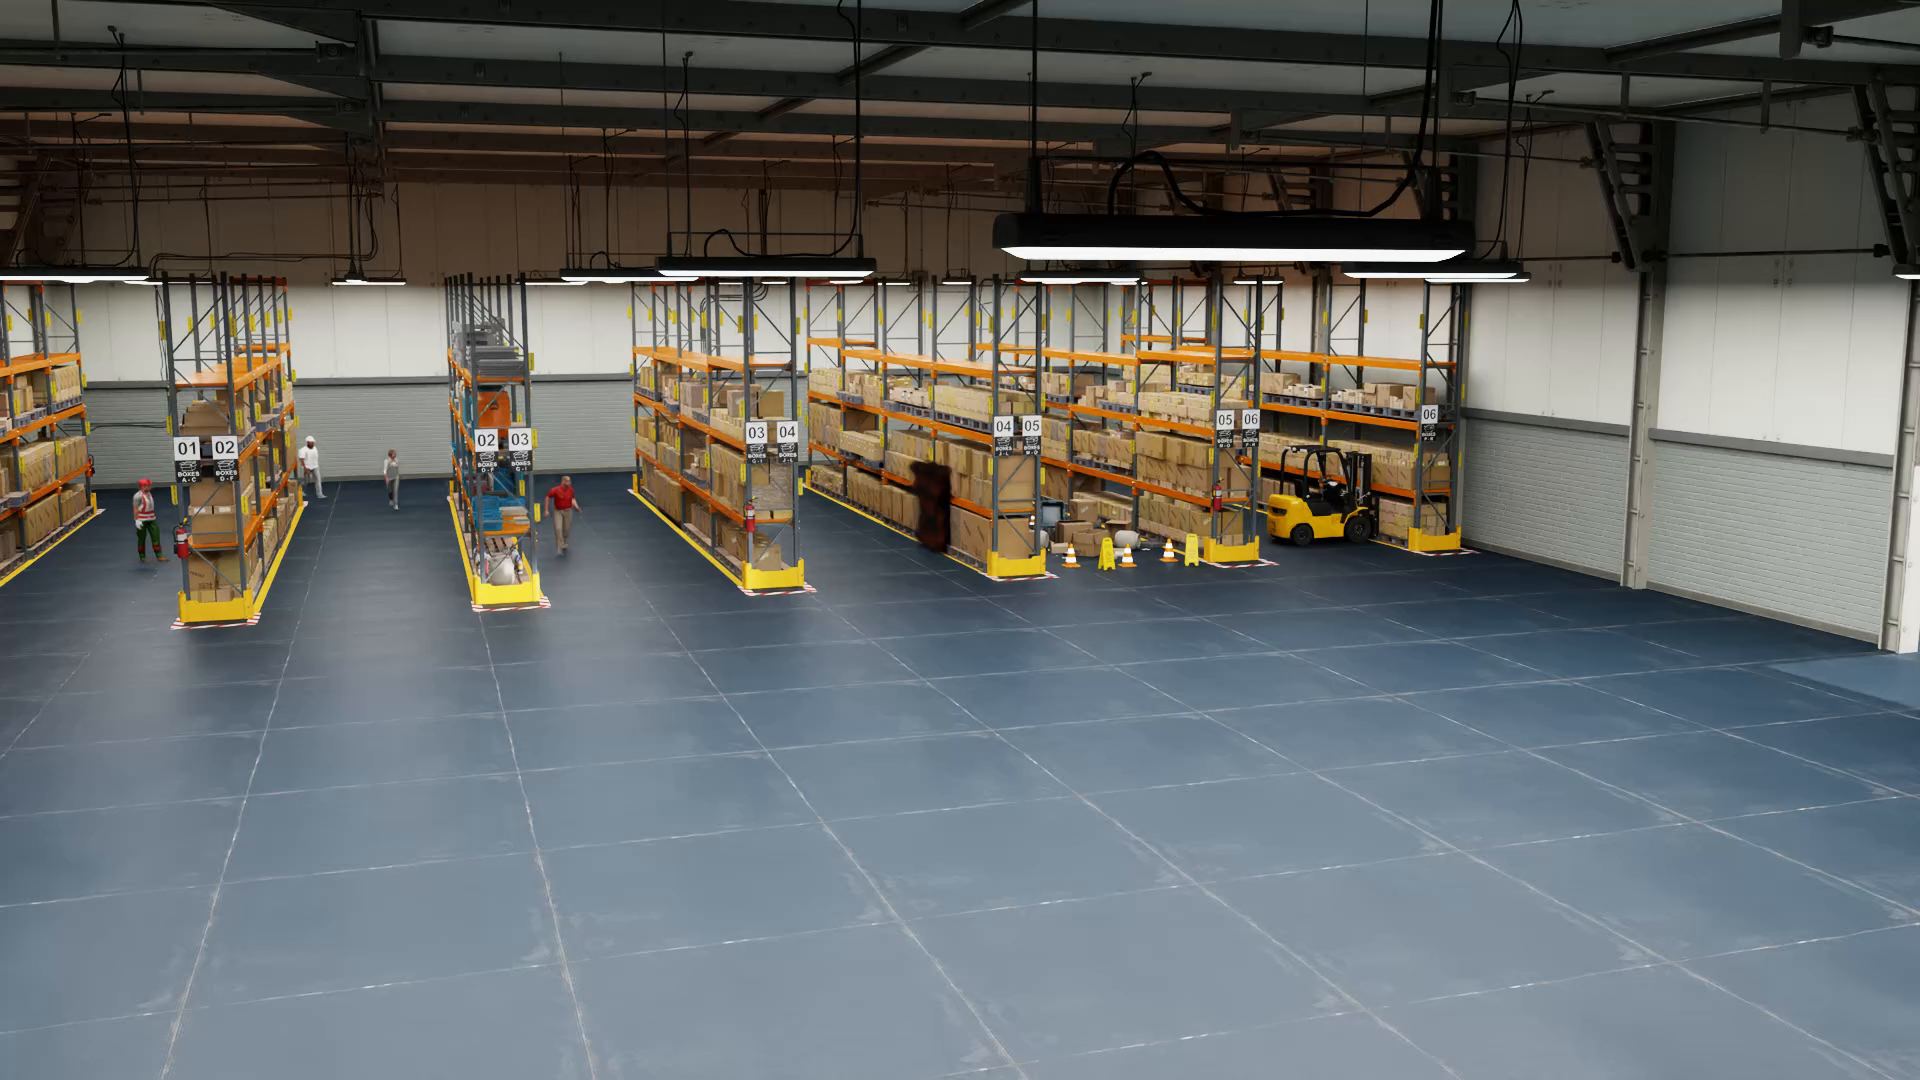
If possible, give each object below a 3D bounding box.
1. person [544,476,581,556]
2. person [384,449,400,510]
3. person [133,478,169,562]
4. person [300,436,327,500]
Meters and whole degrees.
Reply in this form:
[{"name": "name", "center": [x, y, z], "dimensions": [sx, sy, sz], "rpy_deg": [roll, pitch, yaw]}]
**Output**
[{"name": "person", "center": [-8.686, -0.560, 36.338], "dimensions": [0.777, 1.713, 0.974], "rpy_deg": [-3, 9, -18]}, {"name": "person", "center": [-14.846, -1.596, 43.457], "dimensions": [0.402, 1.546, 0.823], "rpy_deg": [-3, 9, -20]}, {"name": "person", "center": [-17.066, -0.404, 34.892], "dimensions": [0.639, 1.781, 0.549], "rpy_deg": [6, 10, 34]}, {"name": "person", "center": [-17.723, -1.967, 45.443], "dimensions": [1.026, 1.729, 0.616], "rpy_deg": [7, 11, 40]}]
